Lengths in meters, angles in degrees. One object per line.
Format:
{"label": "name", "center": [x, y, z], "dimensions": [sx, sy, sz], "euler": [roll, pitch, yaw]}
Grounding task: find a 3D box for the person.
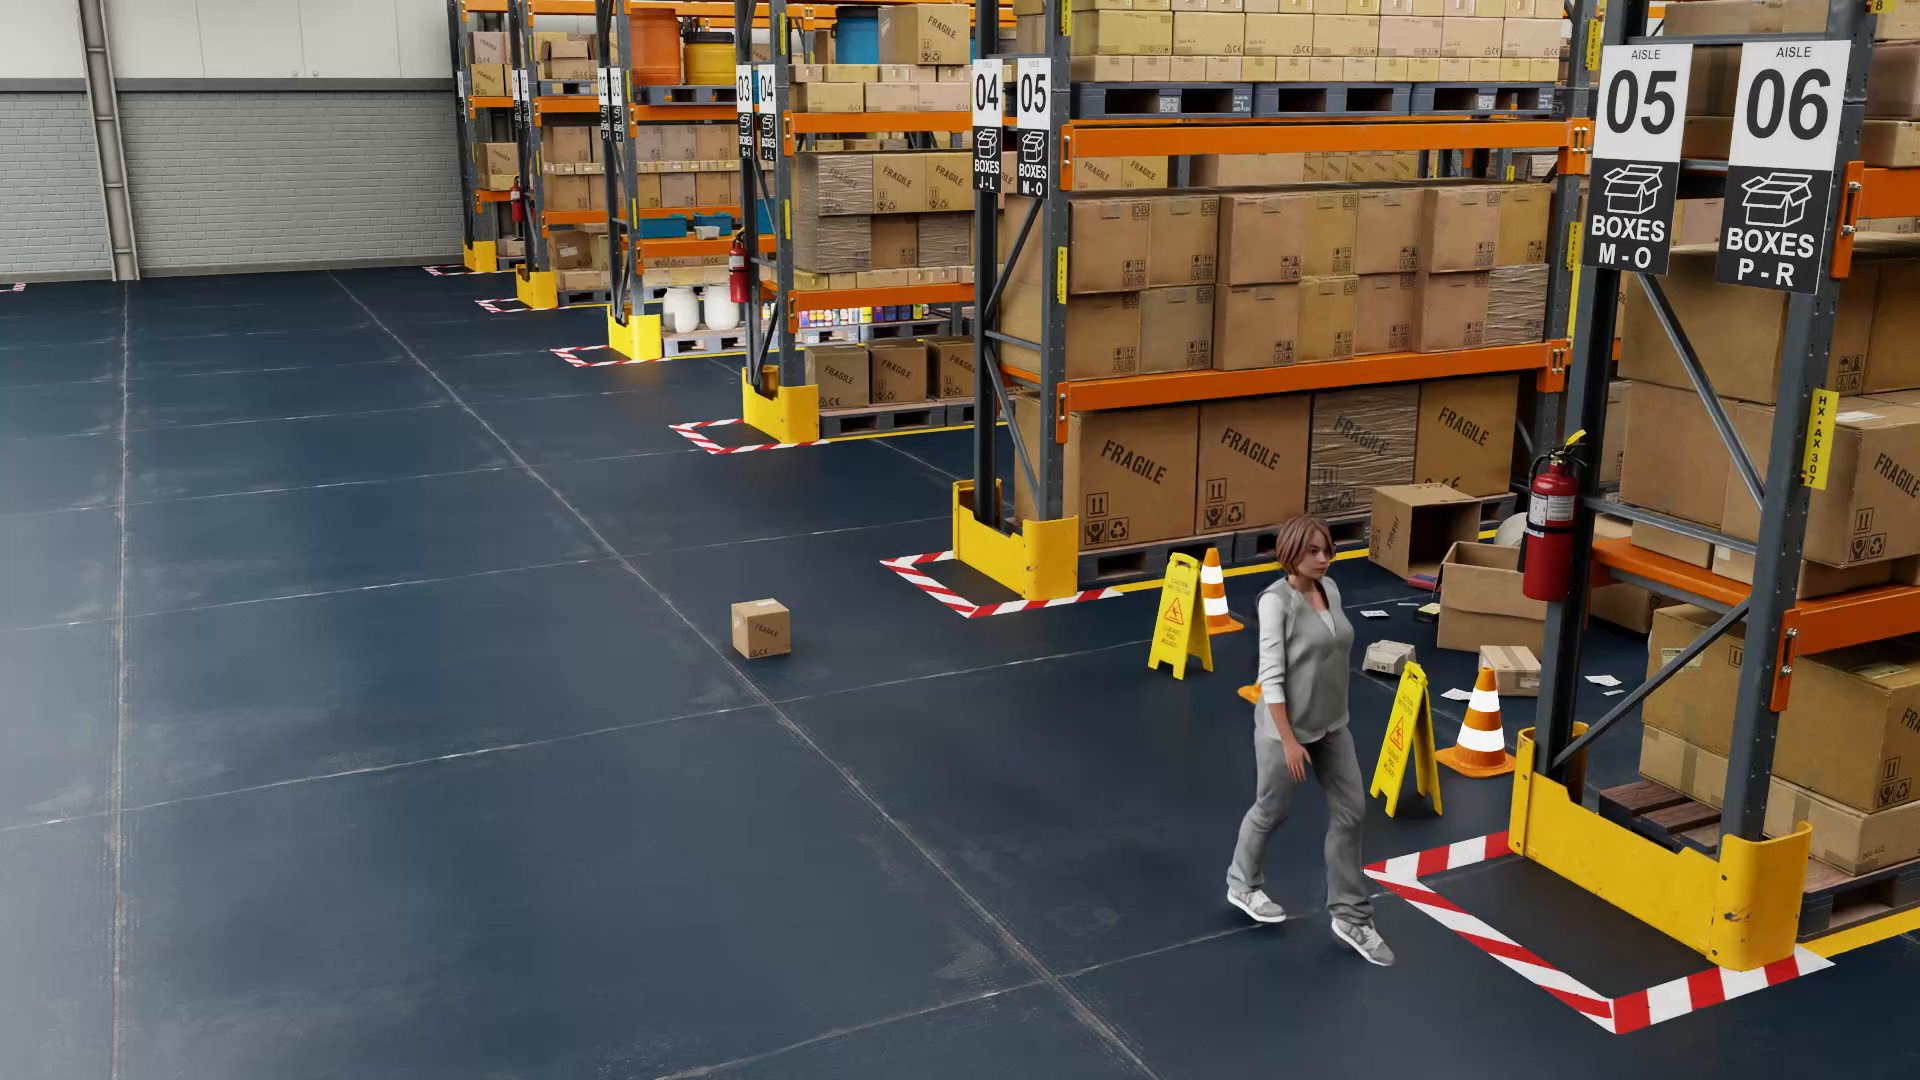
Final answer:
{"label": "person", "center": [1.264, 0.715, 5.983], "dimensions": [0.451, 1.625, 0.679], "euler": [-11, 19, -34]}
